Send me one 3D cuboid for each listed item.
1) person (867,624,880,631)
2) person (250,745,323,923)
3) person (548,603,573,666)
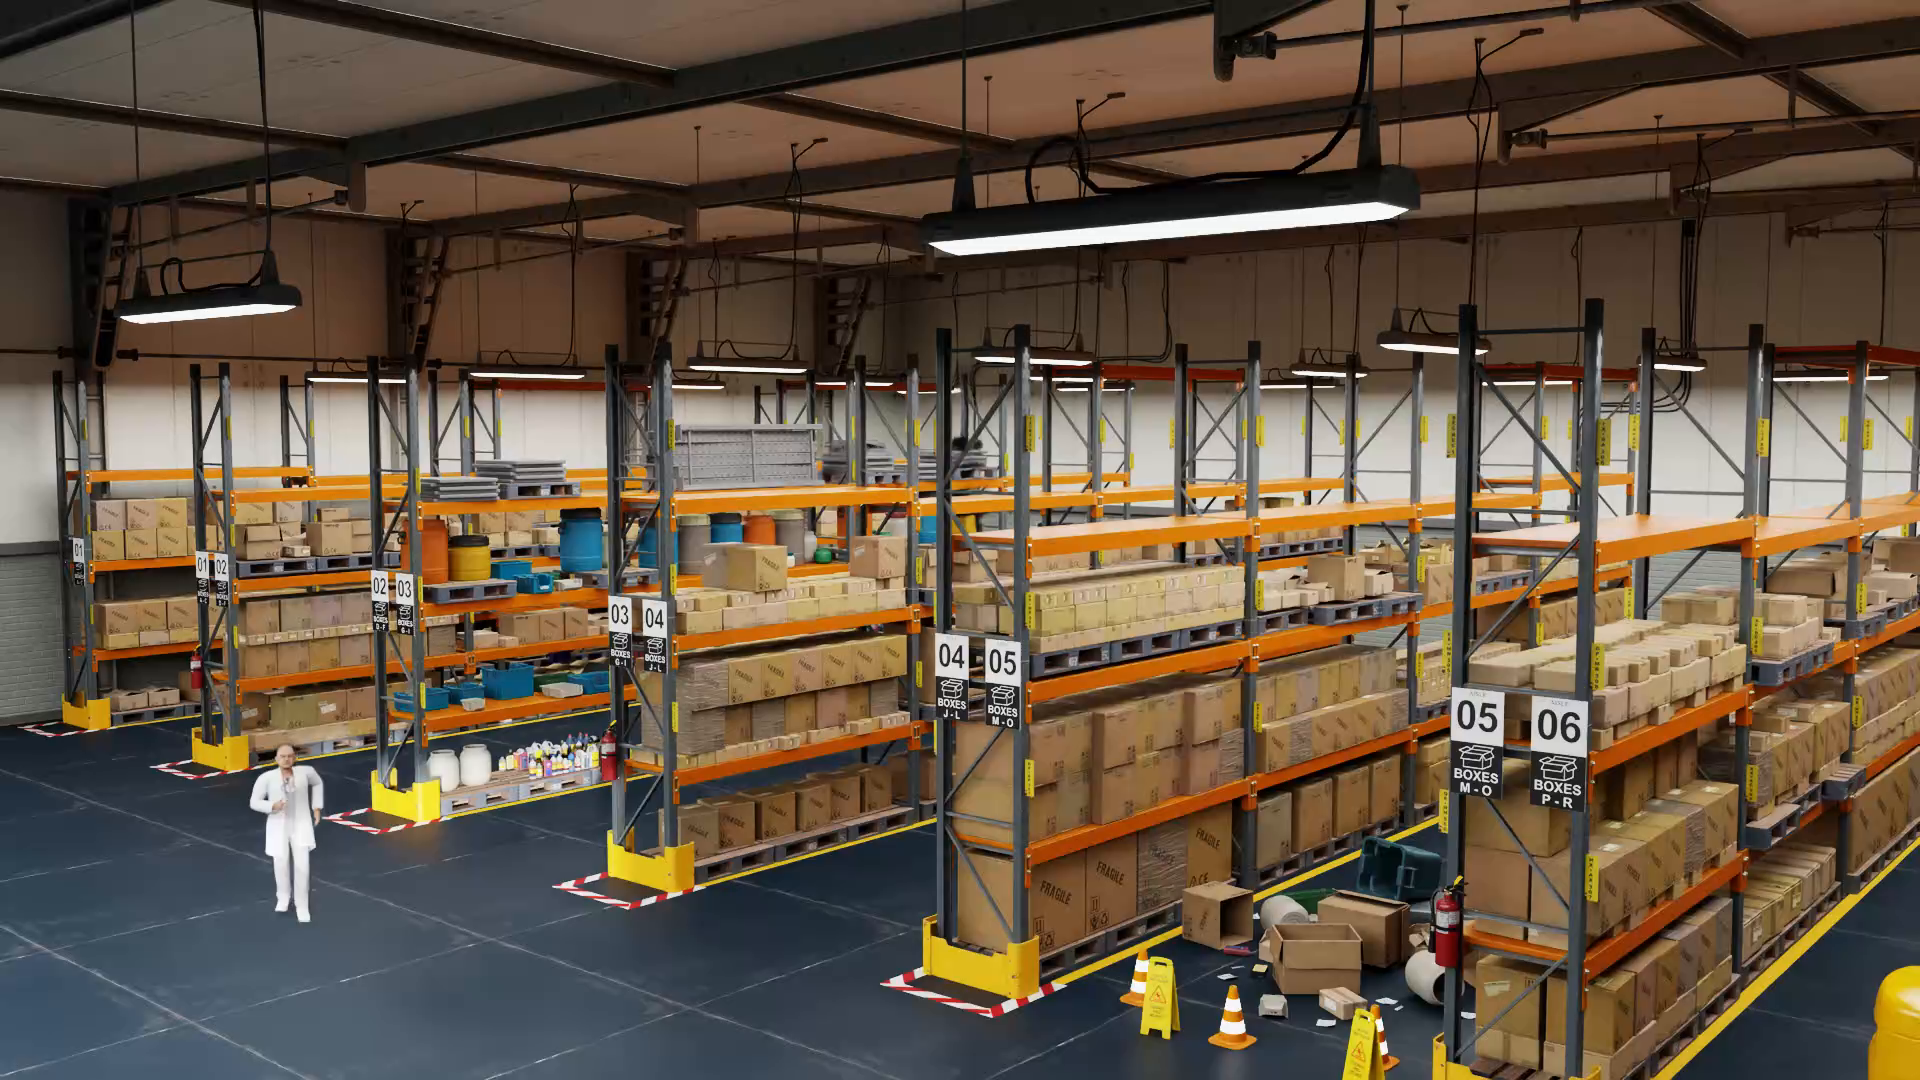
[{"bbox_3d":[-1.639,2.084,31.031,0.542,1.757,0.753,4,6,44],"label":"person"},{"bbox_3d":[-6.959,3.040,17.222,0.708,1.856,0.840,-2,4,-23],"label":"person"},{"bbox_3d":[-7.680,2.042,32.258,0.618,1.618,0.711,4,6,42],"label":"person"}]
